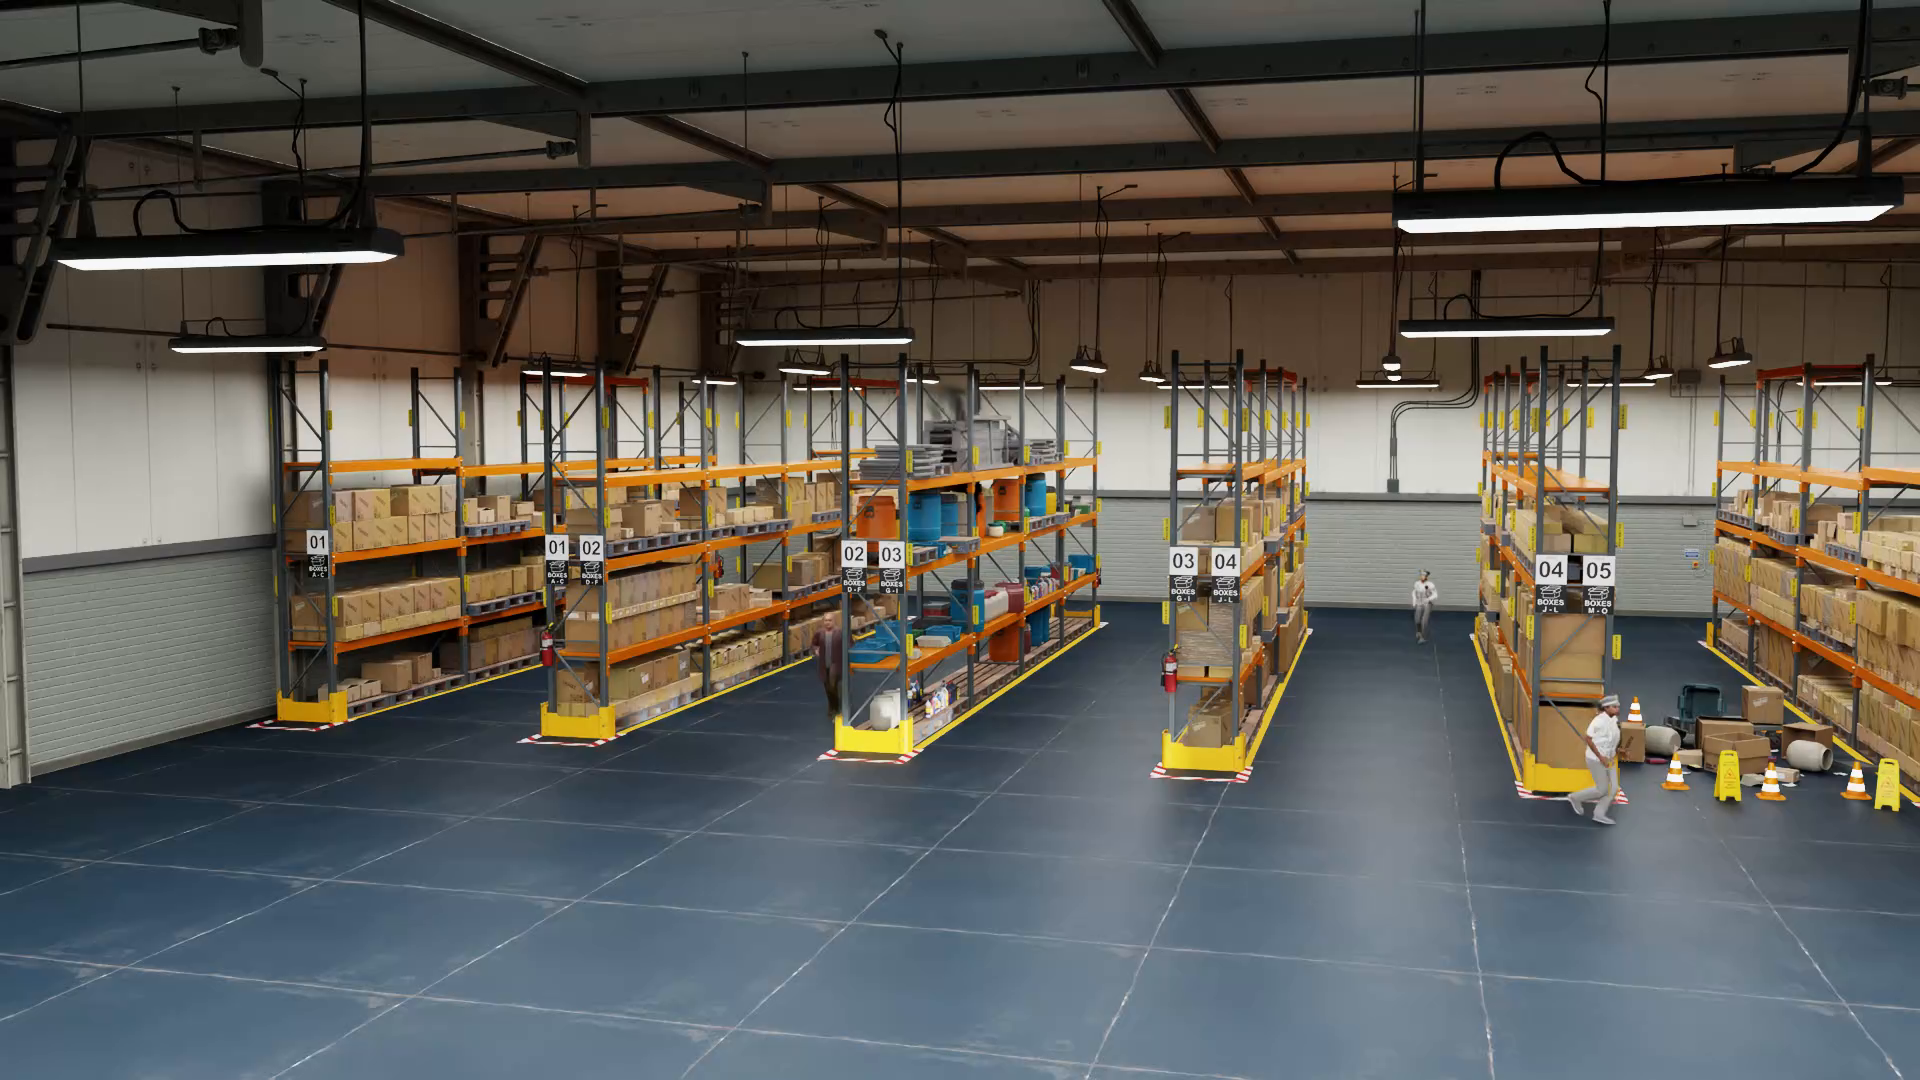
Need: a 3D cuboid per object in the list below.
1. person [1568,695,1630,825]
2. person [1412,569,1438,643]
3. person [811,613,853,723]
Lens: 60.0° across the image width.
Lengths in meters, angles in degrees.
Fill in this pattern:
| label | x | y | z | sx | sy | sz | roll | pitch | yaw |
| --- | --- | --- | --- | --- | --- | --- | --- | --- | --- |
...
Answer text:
| label | x | y | z | sx | sy | sz | roll | pitch | yaw |
| --- | --- | --- | --- | --- | --- | --- | --- | --- | --- |
| person | 7.936 | 2.706 | 20.700 | 0.582 | 1.637 | 0.655 | -3 | 5 | -39 |
| person | 10.435 | 1.487 | 37.440 | 0.604 | 1.668 | 0.566 | 3 | 5 | 32 |
| person | -2.165 | 2.137 | 27.747 | 0.648 | 1.843 | 0.874 | 1 | 4 | 17 |
